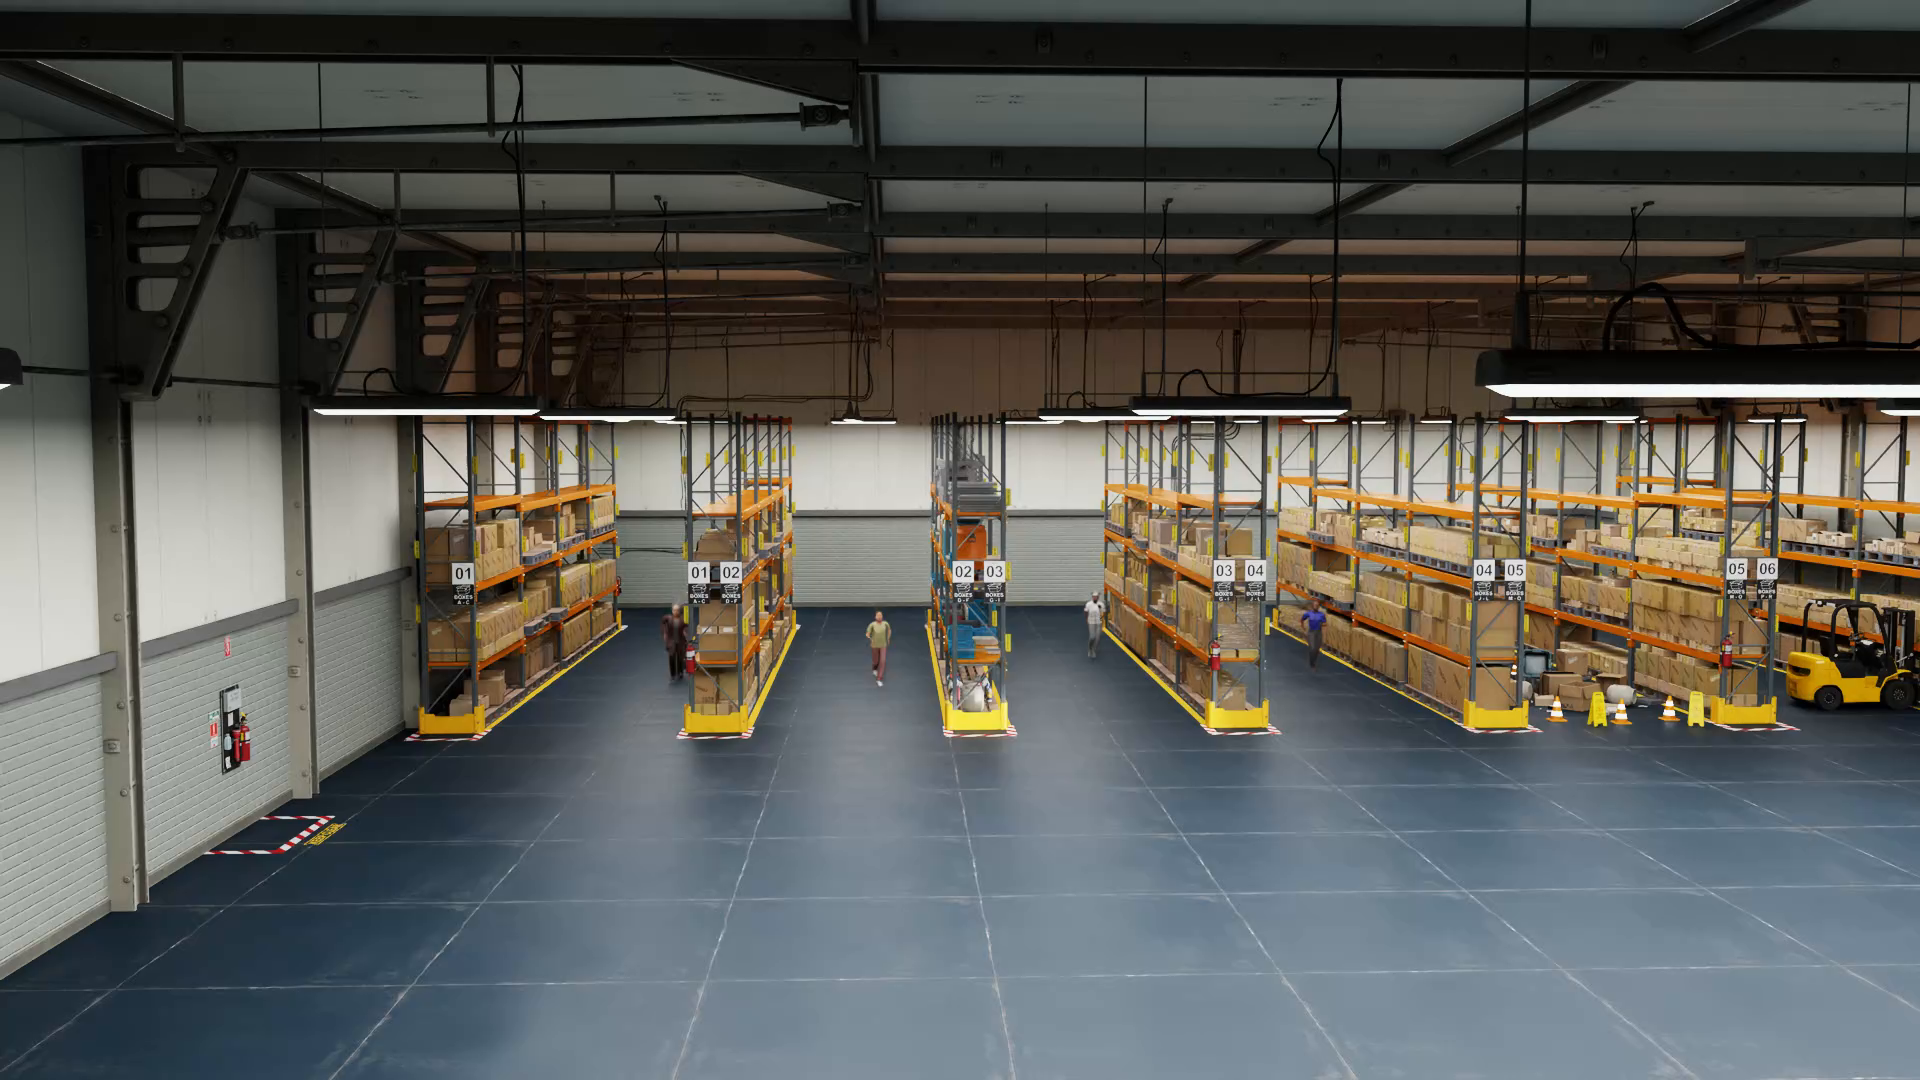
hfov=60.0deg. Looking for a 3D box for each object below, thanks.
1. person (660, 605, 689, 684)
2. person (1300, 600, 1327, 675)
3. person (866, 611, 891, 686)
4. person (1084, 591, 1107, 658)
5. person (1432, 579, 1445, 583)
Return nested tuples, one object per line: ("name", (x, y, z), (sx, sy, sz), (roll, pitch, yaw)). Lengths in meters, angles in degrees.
("person", (-6.376, 2.327, 37.425), (0.725, 1.785, 0.985), (-1, 4, -8))
("person", (8.248, 2.258, 38.696), (0.549, 1.712, 0.767), (0, 4, -6))
("person", (-1.808, 2.396, 37.134), (0.588, 1.668, 0.796), (-1, 4, -10))
("person", (3.358, 2.086, 41.135), (0.554, 1.679, 0.632), (0, 4, -2))
("person", (14.330, 1.550, 49.294), (0.873, 1.595, 0.529), (0, 4, -6))
